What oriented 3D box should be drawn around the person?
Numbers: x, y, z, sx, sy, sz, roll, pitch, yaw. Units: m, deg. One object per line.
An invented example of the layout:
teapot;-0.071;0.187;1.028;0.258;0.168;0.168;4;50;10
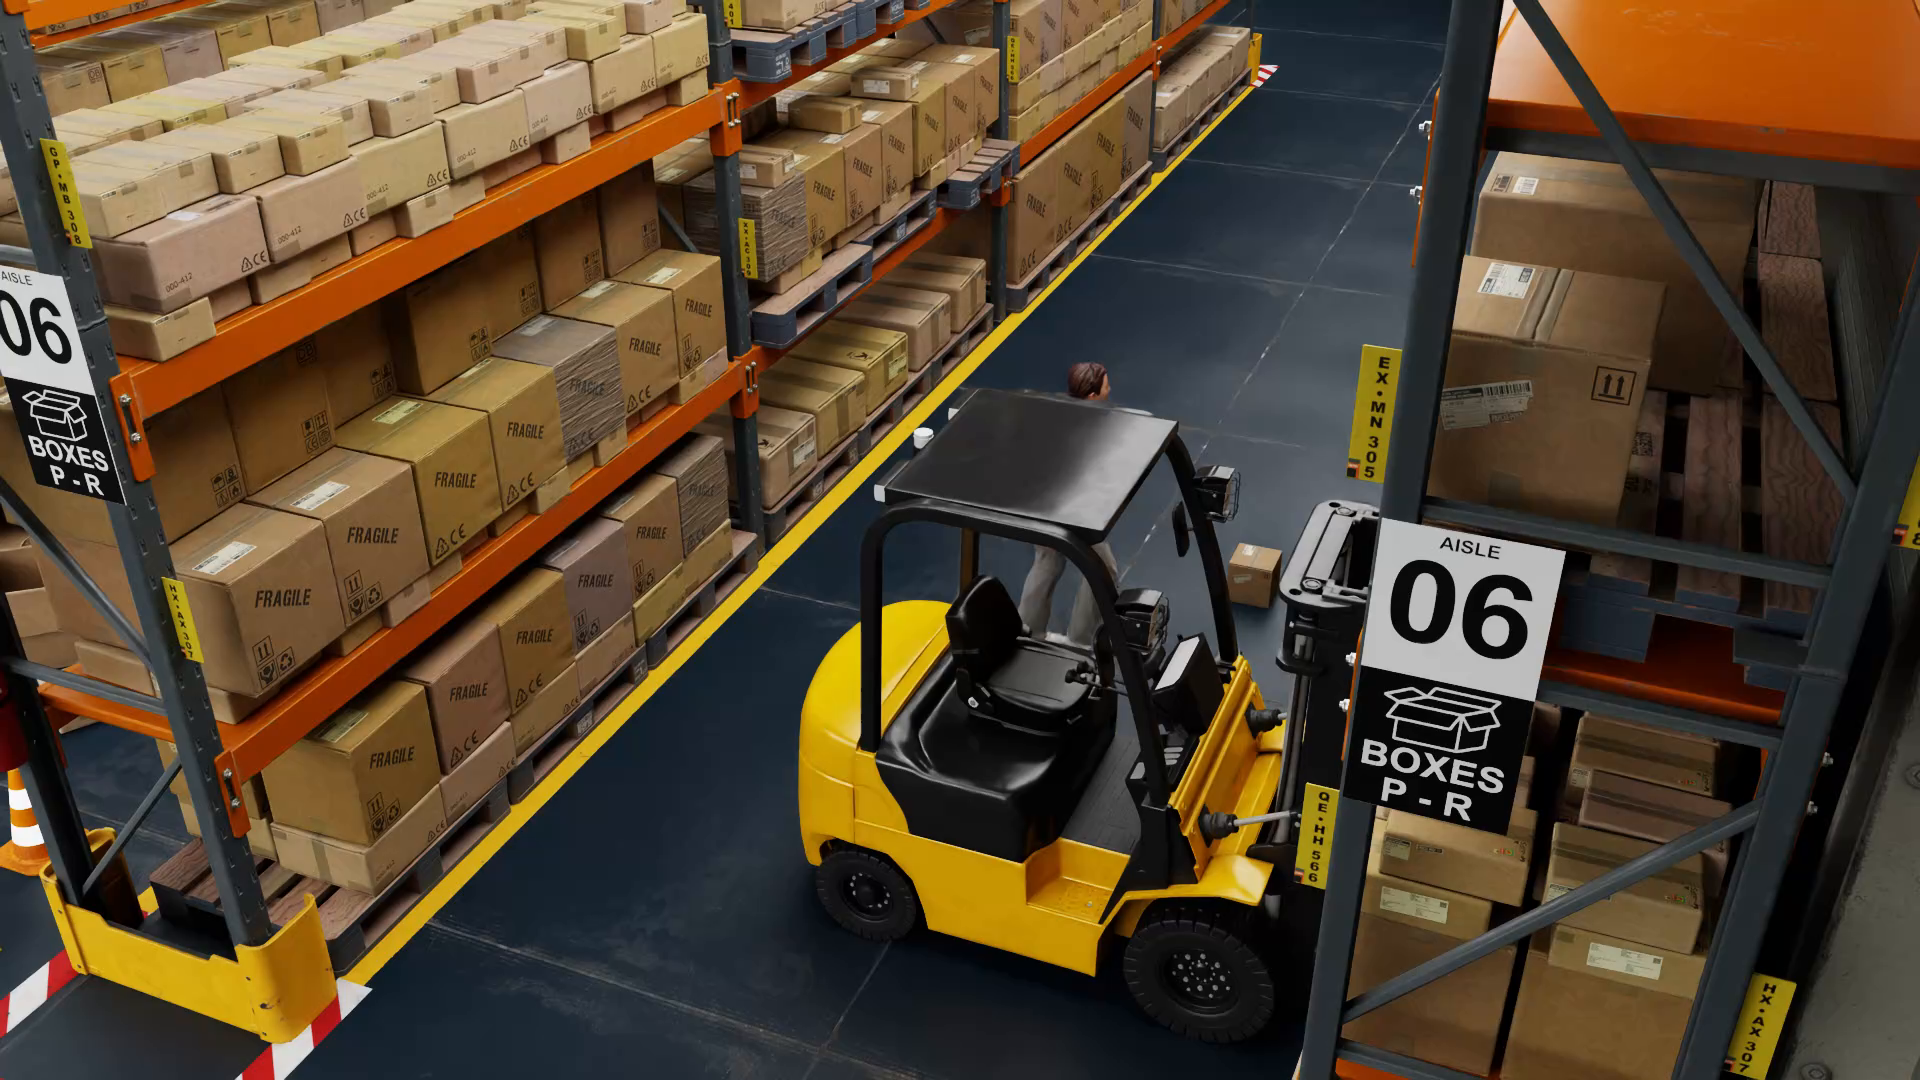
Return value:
person;0.537;-0.129;8.636;0.540;1.688;0.472;-5;30;-8
